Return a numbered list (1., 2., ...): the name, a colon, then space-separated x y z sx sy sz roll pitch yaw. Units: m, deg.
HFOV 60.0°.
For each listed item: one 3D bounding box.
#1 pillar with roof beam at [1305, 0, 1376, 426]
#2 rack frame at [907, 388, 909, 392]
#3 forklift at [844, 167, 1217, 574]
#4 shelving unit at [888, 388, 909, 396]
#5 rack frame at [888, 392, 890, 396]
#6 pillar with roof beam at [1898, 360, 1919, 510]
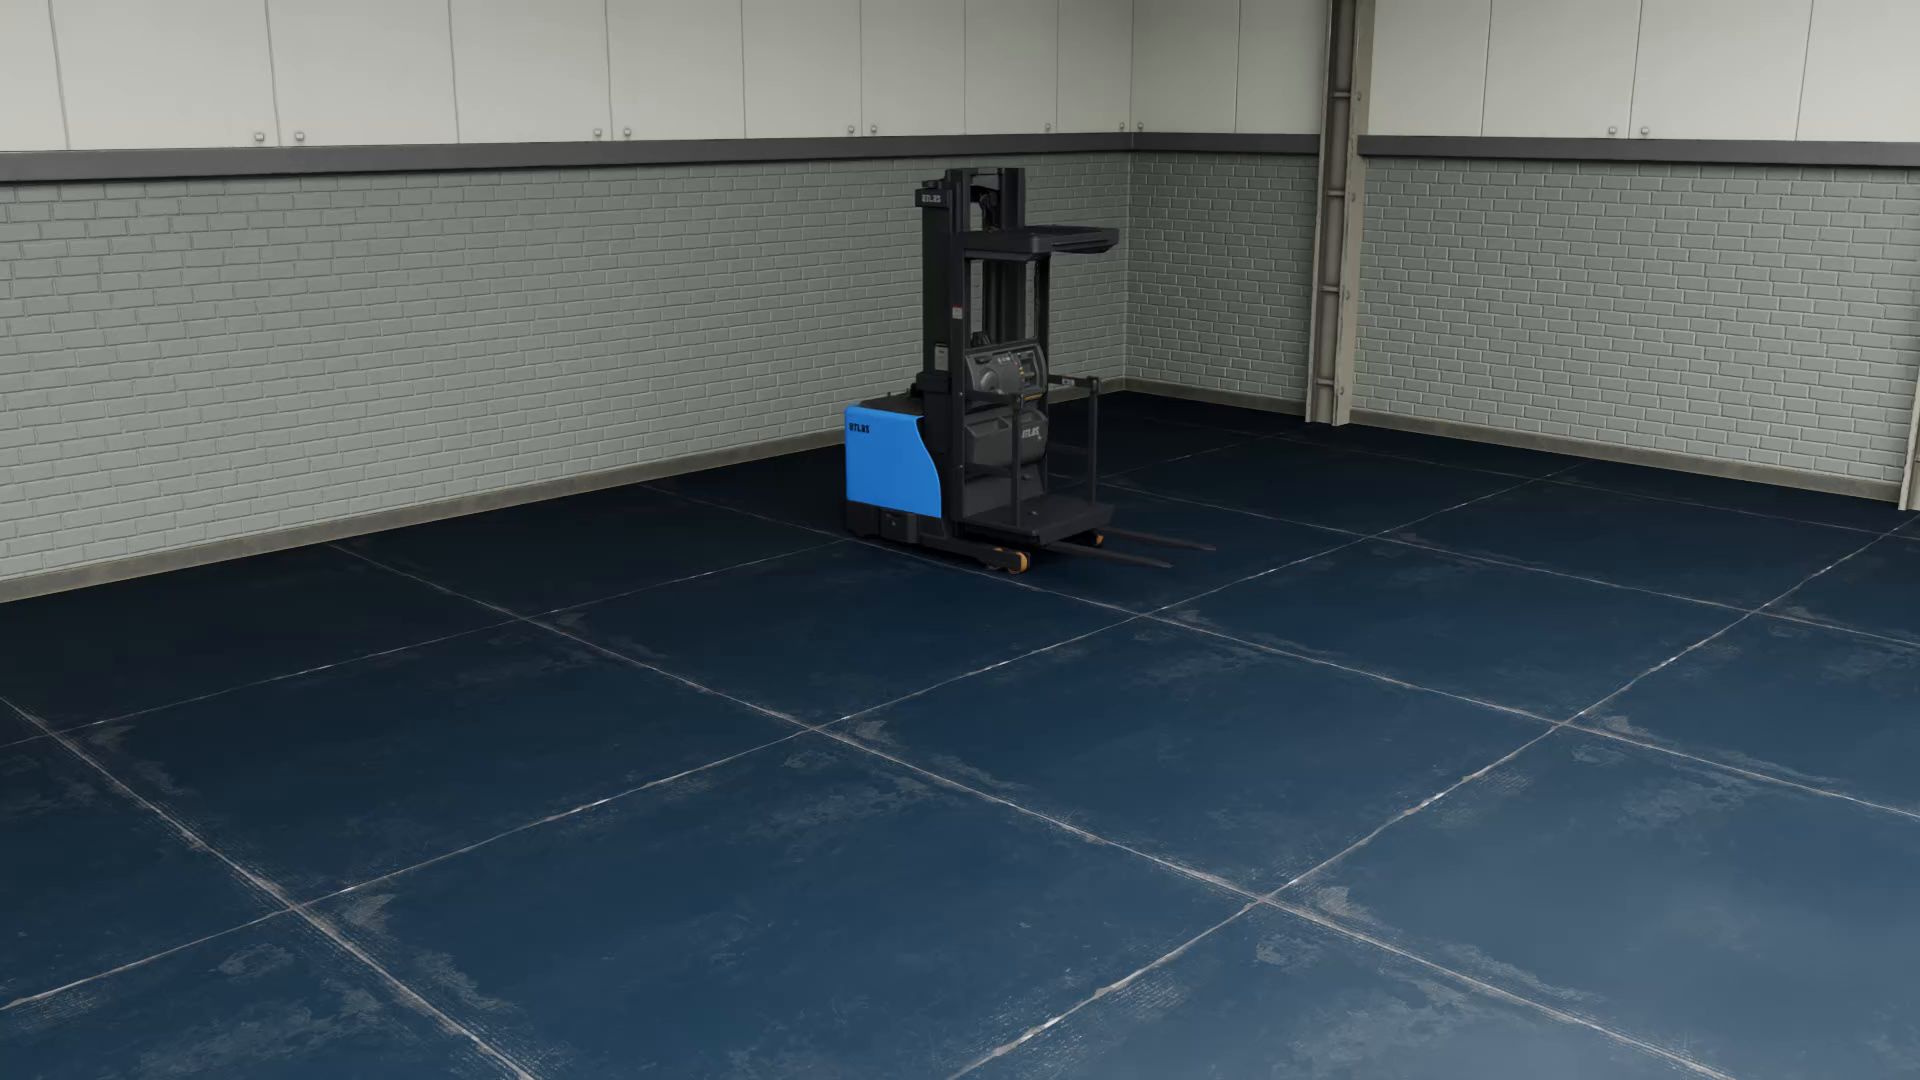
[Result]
1. pillar with roof beam: 1.094 -4.883 14.327 0.400 9.000 9.100 14 20 42
2. rack frame: -0.377 -0.779 14.339 0.200 1.050 0.008 11 18 37
3. forklift: 0.520 -1.314 12.662 3.031 2.935 1.130 12 19 38
4. shelving unit: -0.453 -0.755 14.247 0.215 1.050 0.252 11 18 37
5. rack frame: -0.530 -0.731 14.155 0.200 1.050 0.008 11 18 37
6. pillar with roof beam: 5.413 -3.833 10.297 0.400 9.000 9.100 14 20 42
